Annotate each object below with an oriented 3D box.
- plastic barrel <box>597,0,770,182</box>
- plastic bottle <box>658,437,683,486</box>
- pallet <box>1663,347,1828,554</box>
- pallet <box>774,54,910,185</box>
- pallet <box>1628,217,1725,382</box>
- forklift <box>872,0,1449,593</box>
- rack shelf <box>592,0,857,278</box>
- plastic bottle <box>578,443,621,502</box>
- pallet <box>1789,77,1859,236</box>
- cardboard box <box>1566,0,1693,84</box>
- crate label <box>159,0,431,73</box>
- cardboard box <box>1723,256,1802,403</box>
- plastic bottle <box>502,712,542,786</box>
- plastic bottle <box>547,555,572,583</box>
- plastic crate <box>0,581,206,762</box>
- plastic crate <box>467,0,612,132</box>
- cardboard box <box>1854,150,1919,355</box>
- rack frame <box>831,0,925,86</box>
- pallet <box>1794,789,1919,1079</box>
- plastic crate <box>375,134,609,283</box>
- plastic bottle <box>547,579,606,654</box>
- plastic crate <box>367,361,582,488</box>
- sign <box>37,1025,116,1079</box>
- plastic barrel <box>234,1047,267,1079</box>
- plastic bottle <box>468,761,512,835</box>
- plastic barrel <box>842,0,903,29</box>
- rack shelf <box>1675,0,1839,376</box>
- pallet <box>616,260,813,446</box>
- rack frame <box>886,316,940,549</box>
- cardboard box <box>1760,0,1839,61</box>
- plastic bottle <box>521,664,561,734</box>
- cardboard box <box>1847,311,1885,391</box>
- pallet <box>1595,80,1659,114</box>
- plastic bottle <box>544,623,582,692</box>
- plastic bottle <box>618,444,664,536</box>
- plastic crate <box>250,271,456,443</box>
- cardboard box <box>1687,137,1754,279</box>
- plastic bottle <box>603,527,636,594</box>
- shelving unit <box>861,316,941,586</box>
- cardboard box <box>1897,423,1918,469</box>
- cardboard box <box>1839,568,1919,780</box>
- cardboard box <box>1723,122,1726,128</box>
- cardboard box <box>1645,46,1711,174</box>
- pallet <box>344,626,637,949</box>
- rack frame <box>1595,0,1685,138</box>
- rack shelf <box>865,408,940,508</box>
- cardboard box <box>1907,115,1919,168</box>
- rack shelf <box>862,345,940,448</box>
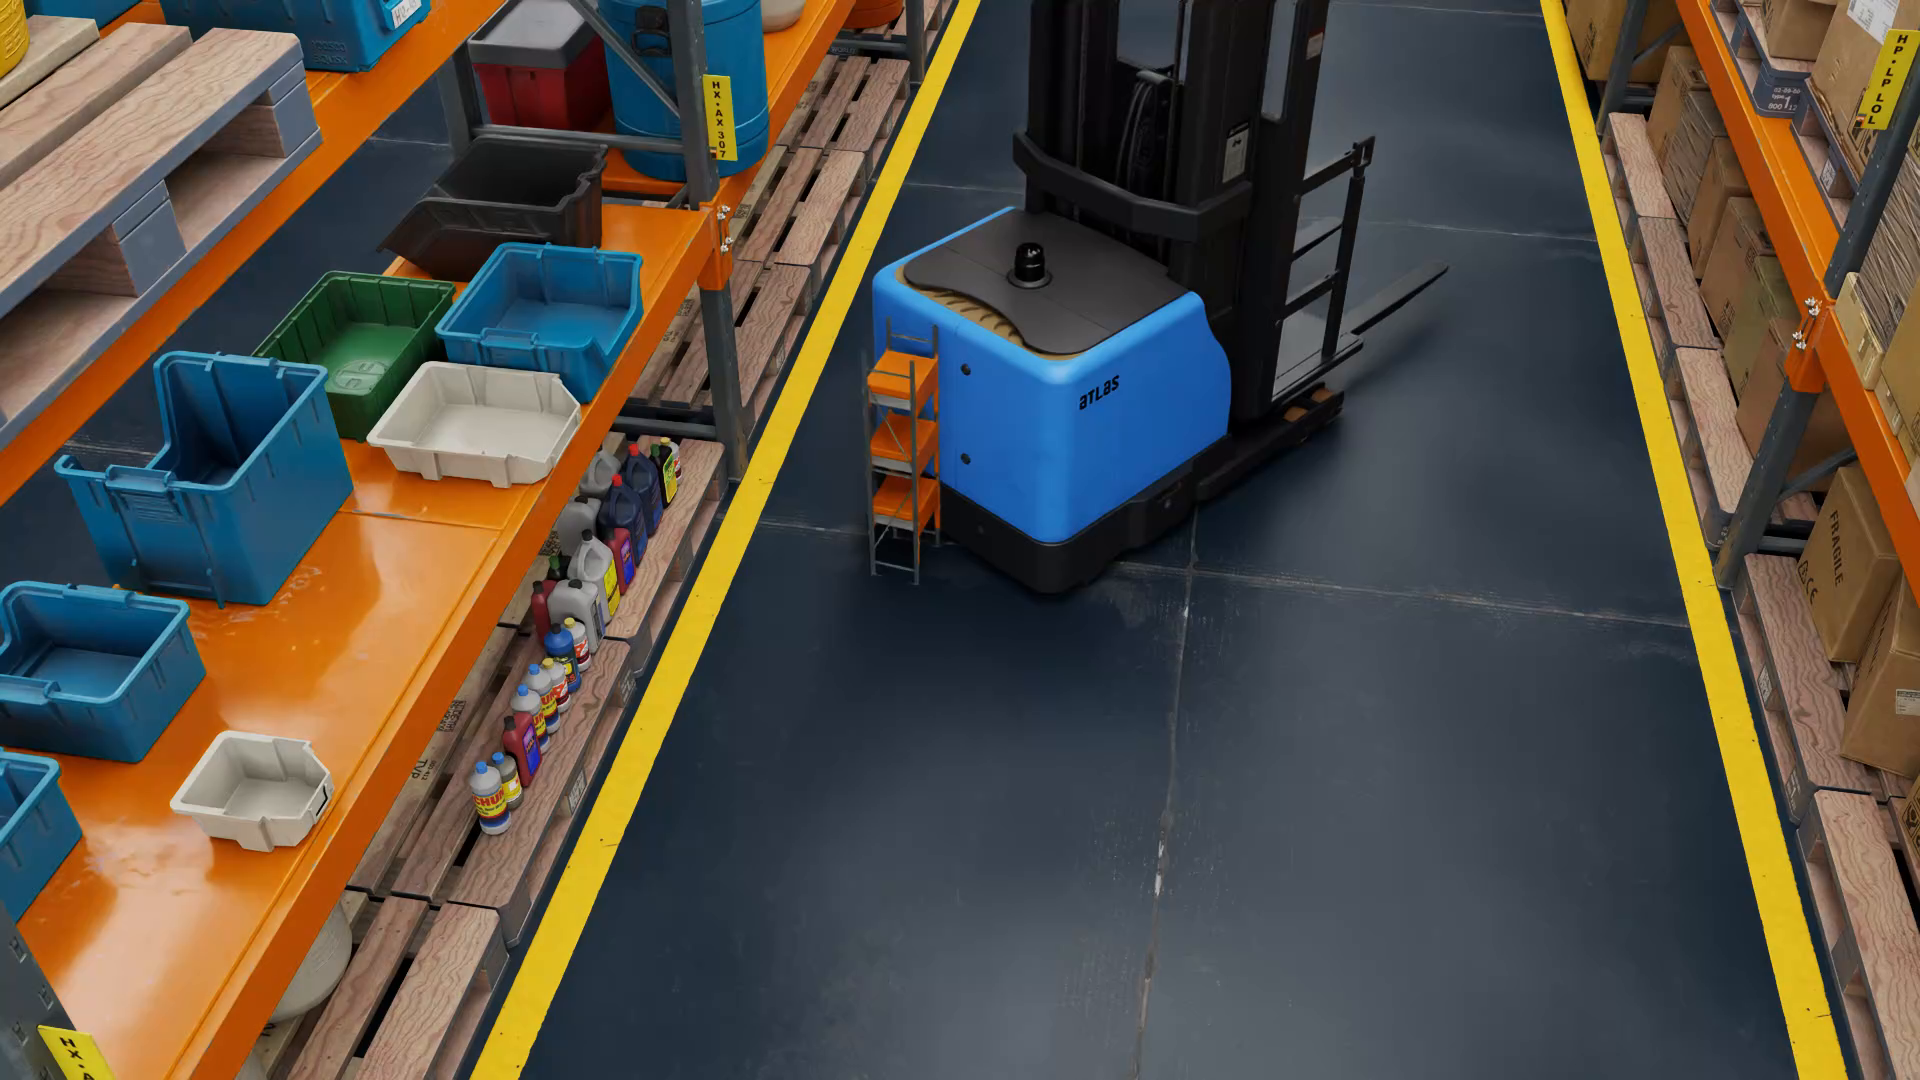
[{"bbox_3d":[-1.044,-1.891,6.290,0.600,0.901,0.708,6,40,8],"label":"plastic barrel"},{"bbox_3d":[-1.165,-0.318,6.631,0.097,0.201,0.097,0,40,0],"label":"plastic bottle"},{"bbox_3d":[3.602,-0.357,7.016,1.003,0.211,1.213,6,40,8],"label":"pallet"},{"bbox_3d":[-0.889,-2.443,9.539,1.003,0.211,1.213,6,40,8],"label":"pallet"},{"bbox_3d":[3.811,-1.125,7.945,1.003,0.211,1.213,6,40,8],"label":"pallet"},{"bbox_3d":[1.049,-1.757,6.575,3.031,2.935,1.130,-32,49,-33],"label":"forklift"},{"bbox_3d":[-1.063,-2.467,7.944,1.077,0.370,4.000,6,40,8],"label":"rack shelf"},{"bbox_3d":[-1.379,-0.218,6.393,0.144,0.351,0.185,6,40,8],"label":"plastic bottle"},{"bbox_3d":[3.745,-1.333,6.158,1.003,0.211,1.213,6,40,8],"label":"pallet"},{"bbox_3d":[4.301,-3.227,9.637,1.225,0.875,0.875,5,40,6],"label":"cardboard box"},{"bbox_3d":[-1.452,-1.216,3.629,0.502,0.251,0.408,6,40,8],"label":"crate label"},{"bbox_3d":[3.698,-0.829,7.015,0.700,0.500,0.500,6,40,7],"label":"cardboard box"},{"bbox_3d":[-1.423,0.655,5.390,0.061,0.283,0.133,7,40,8],"label":"plastic bottle"},{"bbox_3d":[-1.431,0.152,5.998,0.061,0.283,0.133,6,40,8],"label":"plastic bottle"},{"bbox_3d":[-2.191,0.325,4.120,0.499,0.251,0.408,6,40,8],"label":"plastic crate"},{"bbox_3d":[-1.627,-1.851,6.585,0.402,0.464,0.583,6,40,8],"label":"plastic crate"},{"bbox_3d":[3.330,-0.820,5.076,0.875,0.500,0.500,6,40,8],"label":"cardboard box"},{"bbox_3d":[-0.717,-3.999,9.233,1.000,3.000,0.127,6,40,8],"label":"rack frame"},{"bbox_3d":[3.179,1.325,4.982,1.003,0.211,1.213,6,40,8],"label":"pallet"},{"bbox_3d":[-1.625,-1.151,5.836,0.767,0.338,0.504,6,40,8],"label":"plastic crate"},{"bbox_3d":[-1.358,0.252,5.884,0.152,0.276,0.135,7,40,8],"label":"plastic bottle"},{"bbox_3d":[-1.441,-0.340,5.015,0.530,0.136,0.437,6,40,8],"label":"plastic crate"},{"bbox_3d":[-1.560,0.978,2.996,0.100,0.325,0.005,6,40,8],"label":"sign"},{"bbox_3d":[-2.063,1.397,4.329,0.421,0.512,0.421,0,40,0],"label":"plastic barrel"},{"bbox_3d":[-1.481,0.800,5.224,0.097,0.271,0.097,0,40,0],"label":"plastic bottle"},{"bbox_3d":[-0.649,-3.634,10.165,0.600,0.830,0.708,6,40,8],"label":"plastic barrel"},{"bbox_3d":[3.815,-1.921,7.284,1.077,0.370,4.000,6,40,8],"label":"rack shelf"},{"bbox_3d":[-1.311,-0.911,7.687,1.003,0.211,1.213,6,40,8],"label":"pallet"},{"bbox_3d":[-0.176,-0.393,6.402,0.200,1.050,0.008,12,41,15],"label":"rack frame"},{"bbox_3d":[3.678,-2.243,6.698,0.797,0.503,0.637,10,41,12],"label":"cardboard box"},{"bbox_3d":[-1.404,0.522,5.561,0.097,0.271,0.097,0,40,0],"label":"plastic bottle"},{"bbox_3d":[3.080,-0.589,5.305,0.380,0.149,0.250,6,40,8],"label":"cardboard box"},{"bbox_3d":[4.372,-2.865,10.050,1.003,0.211,1.213,6,40,8],"label":"pallet"},{"bbox_3d":[-1.369,0.395,5.714,0.097,0.271,0.097,0,40,0],"label":"plastic bottle"},{"bbox_3d":[-1.237,-0.202,6.373,0.144,0.351,0.185,5,40,6],"label":"plastic bottle"},{"bbox_3d":[-1.922,-0.587,5.272,0.450,0.188,0.662,6,40,8],"label":"plastic crate"},{"bbox_3d":[3.890,-1.531,7.864,0.700,0.500,0.500,10,41,11],"label":"cardboard box"},{"bbox_3d":[-1.257,0.052,6.120,0.061,0.283,0.133,9,40,11],"label":"plastic bottle"},{"bbox_3d":[-0.216,-0.320,6.313,0.215,1.050,0.252,12,41,15],"label":"shelving unit"},{"bbox_3d":[3.030,-0.271,4.921,0.380,0.149,0.250,6,40,8],"label":"cardboard box"},{"bbox_3d":[3.269,0.466,5.465,0.500,0.500,0.500,19,43,21],"label":"cardboard box"},{"bbox_3d":[3.993,-2.191,8.073,0.500,0.250,0.500,11,41,13],"label":"cardboard box"},{"bbox_3d":[4.065,-2.237,8.718,0.700,0.500,0.500,4,40,5],"label":"cardboard box"},{"bbox_3d":[-1.775,0.770,5.652,1.003,0.211,1.213,6,40,8],"label":"pallet"},{"bbox_3d":[4.161,-3.453,8.573,1.000,3.000,0.127,6,40,8],"label":"rack frame"},{"bbox_3d":[-0.216,-0.312,6.320,0.215,0.259,0.240,12,41,15],"label":"rack shelf"},{"bbox_3d":[3.141,-1.227,4.783,0.500,0.500,0.500,6,40,8],"label":"cardboard box"},{"bbox_3d":[-0.216,-0.530,6.139,0.215,0.259,0.240,12,41,15],"label":"rack shelf"}]
